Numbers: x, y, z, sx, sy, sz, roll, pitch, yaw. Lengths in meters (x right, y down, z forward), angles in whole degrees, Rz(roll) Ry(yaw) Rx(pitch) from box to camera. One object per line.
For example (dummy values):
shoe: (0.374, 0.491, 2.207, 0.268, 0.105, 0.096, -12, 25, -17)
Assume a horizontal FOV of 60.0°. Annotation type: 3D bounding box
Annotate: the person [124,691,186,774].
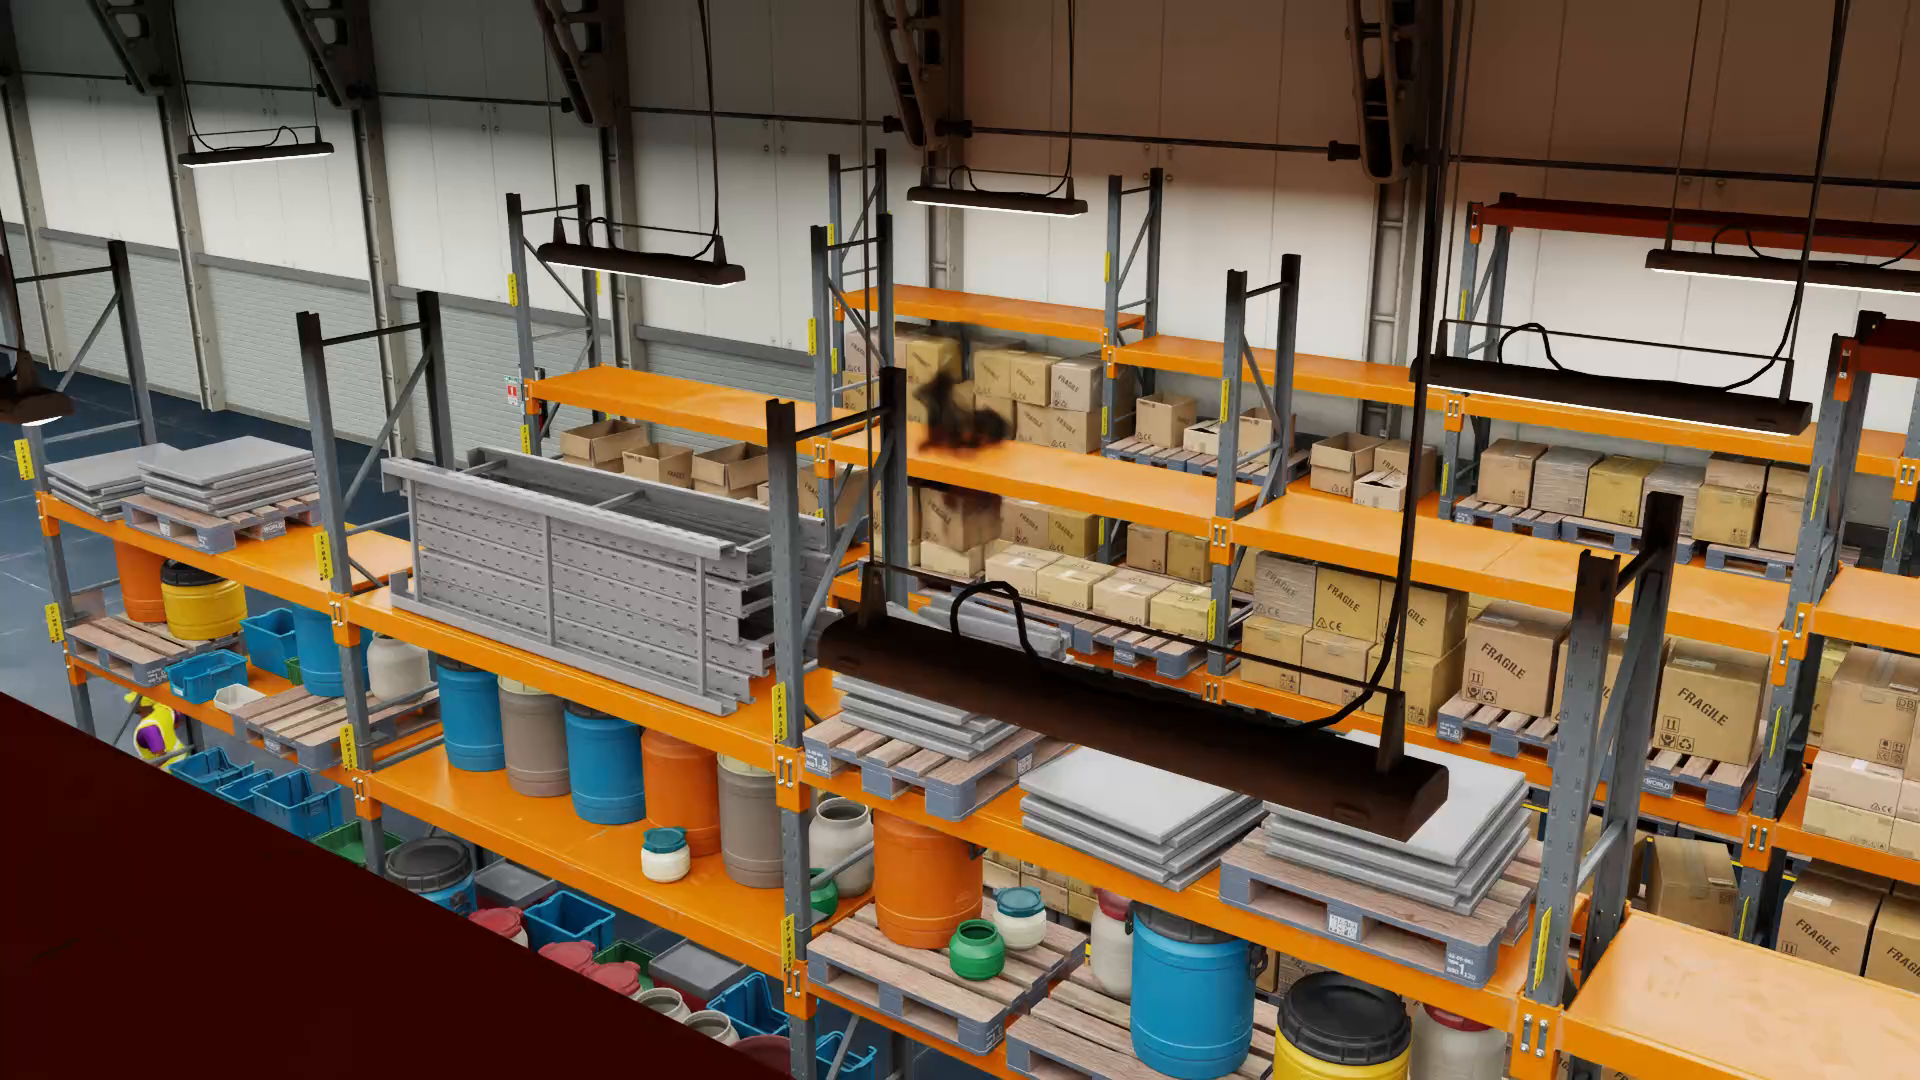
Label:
person: (-7.605, 2.166, 15.980, 0.877, 1.709, 0.712, 1, 18, 2)
